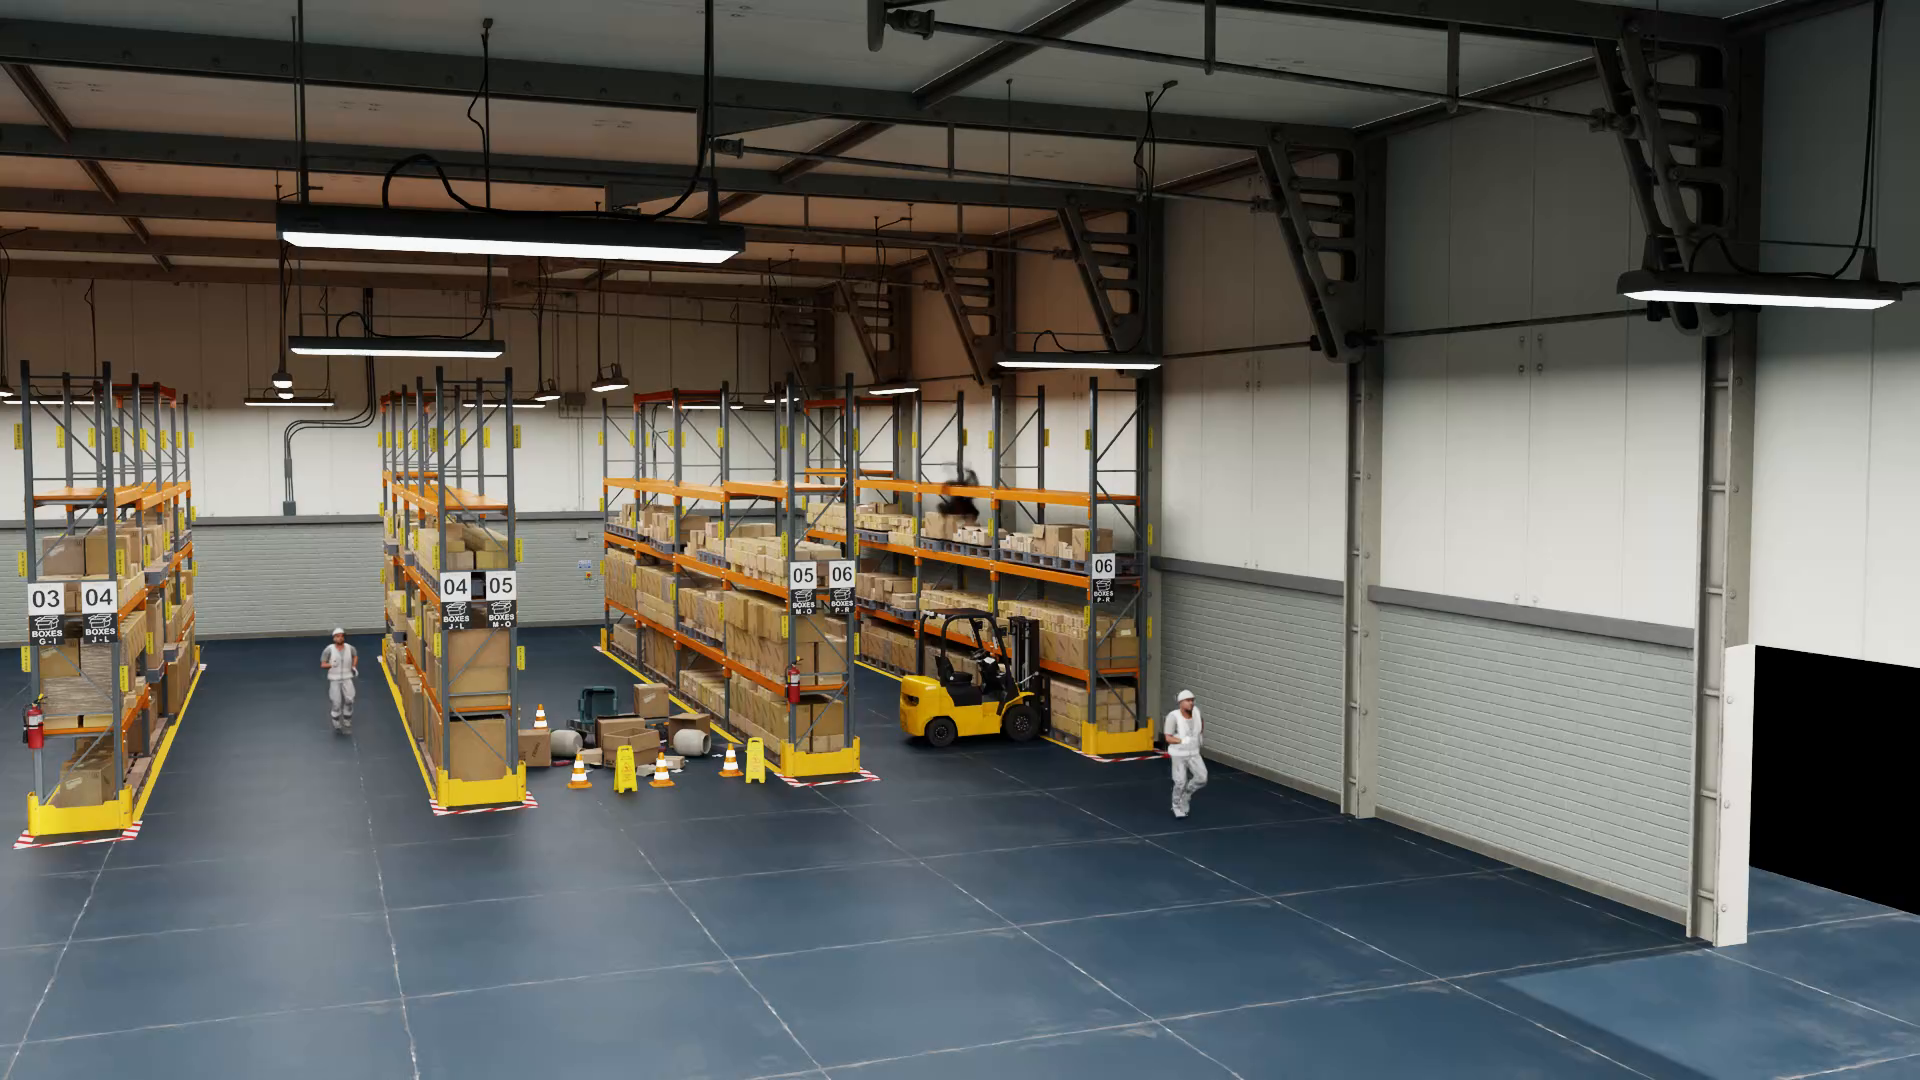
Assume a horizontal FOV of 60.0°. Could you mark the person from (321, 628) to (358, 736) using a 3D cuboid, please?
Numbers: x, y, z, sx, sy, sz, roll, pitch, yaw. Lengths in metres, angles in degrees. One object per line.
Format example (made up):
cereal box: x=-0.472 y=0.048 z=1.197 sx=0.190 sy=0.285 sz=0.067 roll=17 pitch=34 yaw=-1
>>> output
person: x=-10.506 y=2.410 z=28.234 sx=0.632 sy=1.824 sz=0.705 roll=-2 pitch=4 yaw=-29

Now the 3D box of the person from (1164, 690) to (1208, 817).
person: x=2.987 y=2.811 z=21.762 sx=0.726 sy=1.722 sz=0.728 roll=-2 pitch=4 yaw=-25
